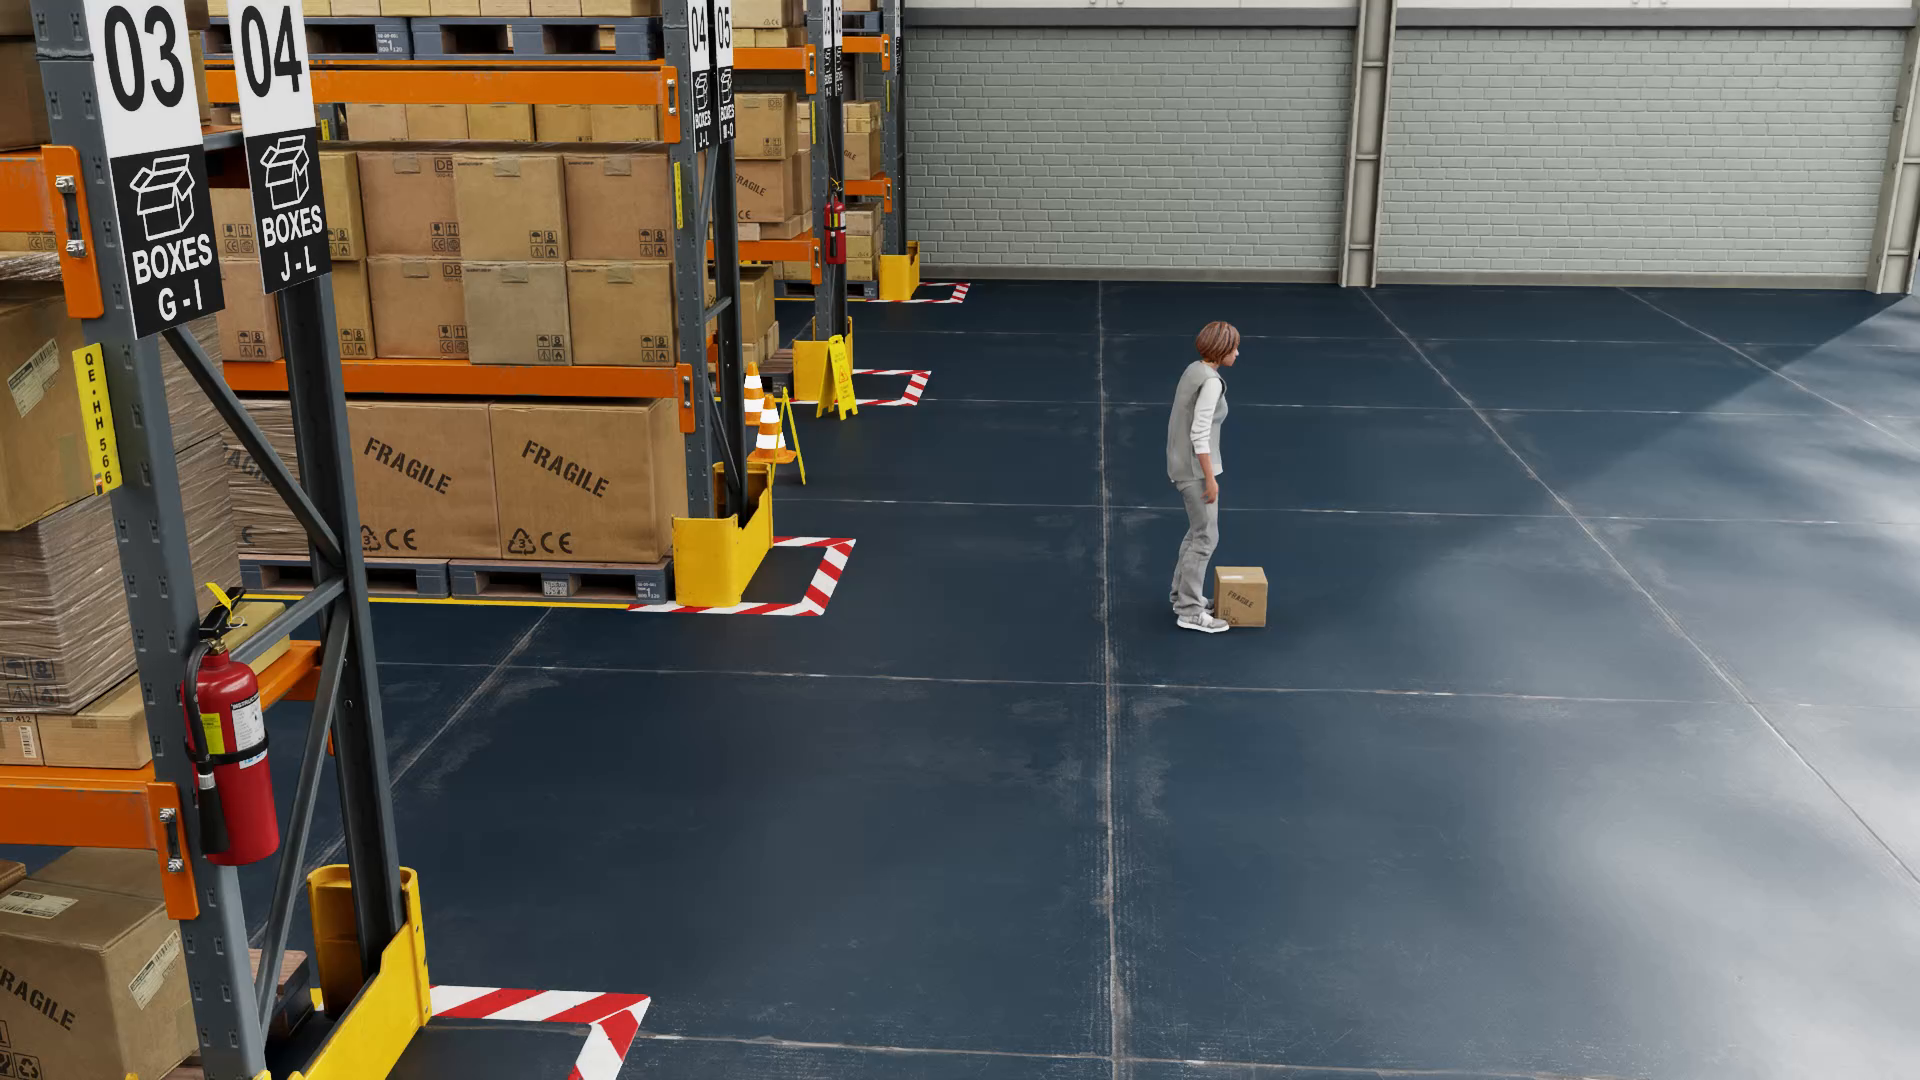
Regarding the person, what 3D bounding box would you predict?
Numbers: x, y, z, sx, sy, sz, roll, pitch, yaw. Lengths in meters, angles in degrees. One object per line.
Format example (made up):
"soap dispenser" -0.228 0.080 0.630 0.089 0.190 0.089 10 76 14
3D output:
"person" 1.248 -0.335 8.635 0.345 1.580 0.478 0 18 1
